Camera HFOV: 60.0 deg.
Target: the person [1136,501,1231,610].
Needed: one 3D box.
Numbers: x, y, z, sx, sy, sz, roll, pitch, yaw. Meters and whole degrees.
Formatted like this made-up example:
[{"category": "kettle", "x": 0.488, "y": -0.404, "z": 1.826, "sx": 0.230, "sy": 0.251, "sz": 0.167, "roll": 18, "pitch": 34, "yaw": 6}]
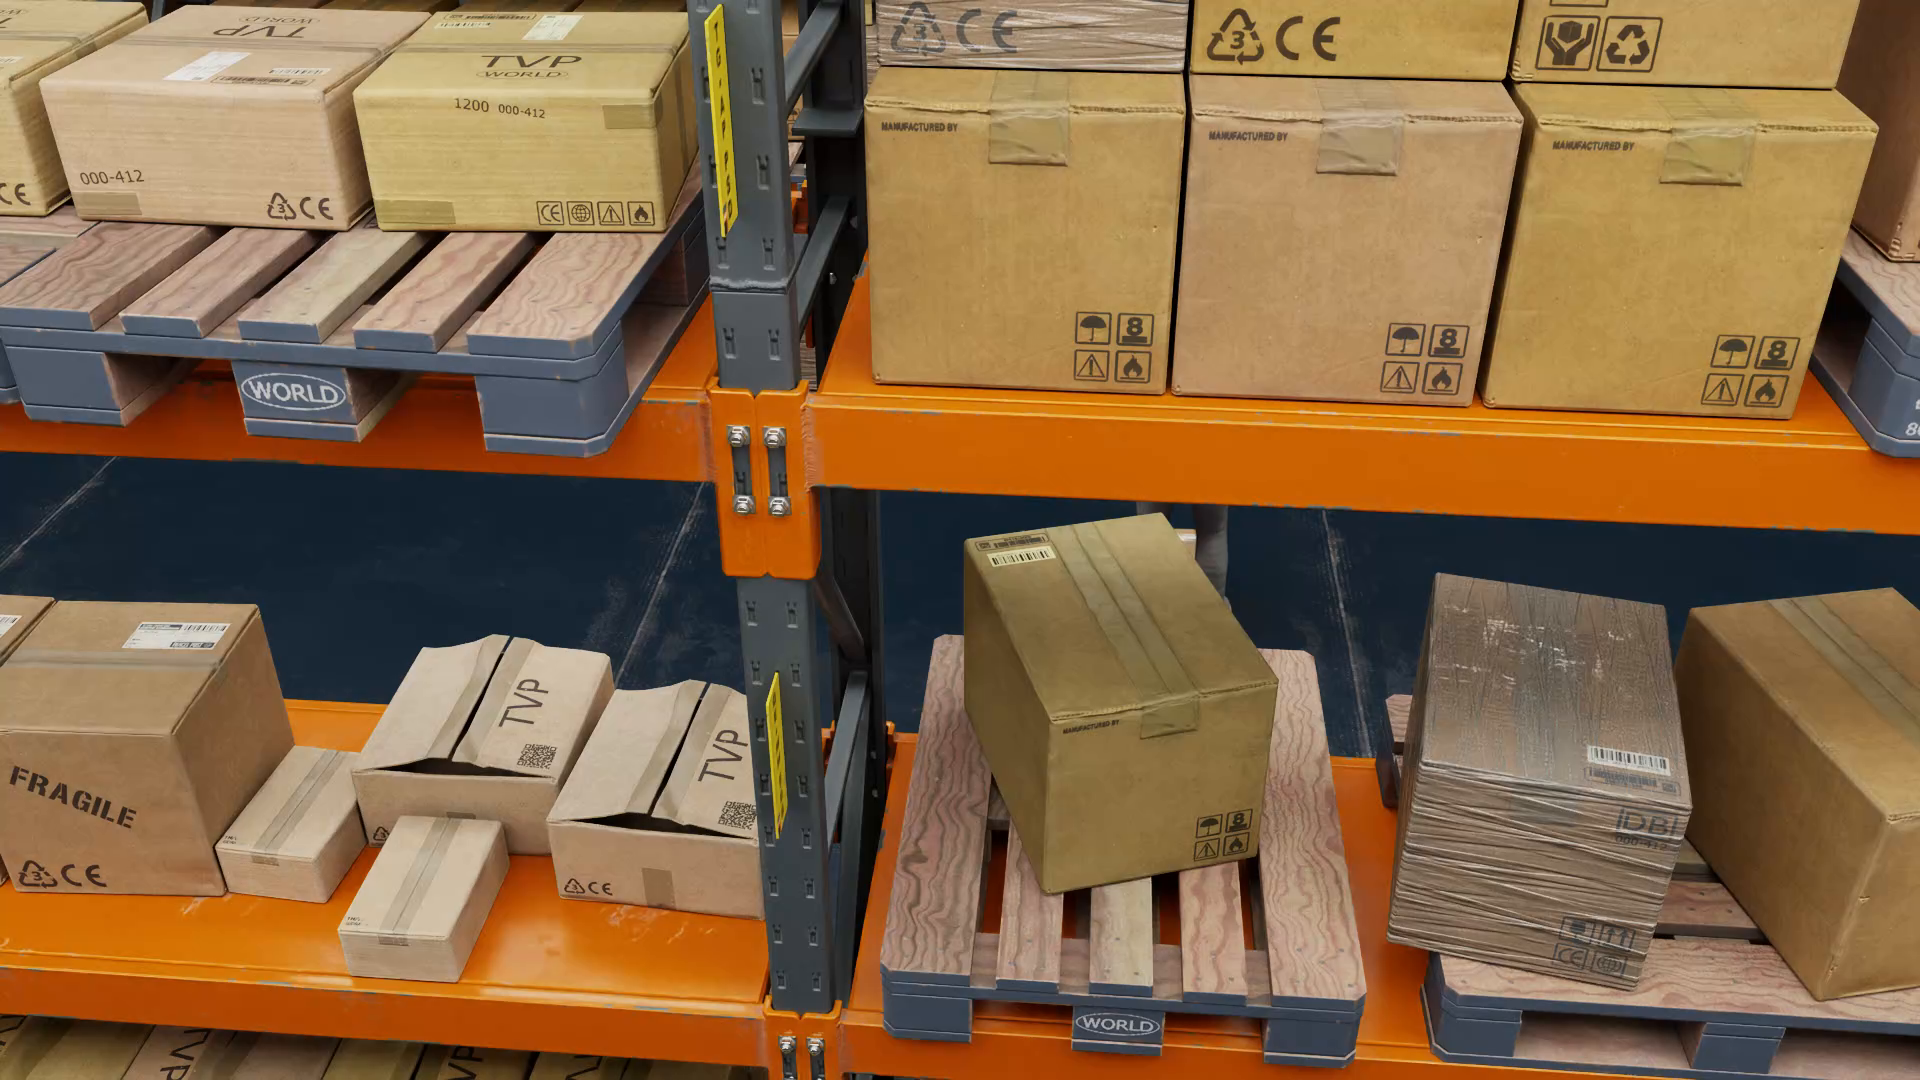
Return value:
[{"category": "person", "x": 0.909, "y": -0.348, "z": 6.692, "sx": 0.524, "sy": 1.658, "sz": 0.395, "roll": 1, "pitch": 32, "yaw": 1}]
